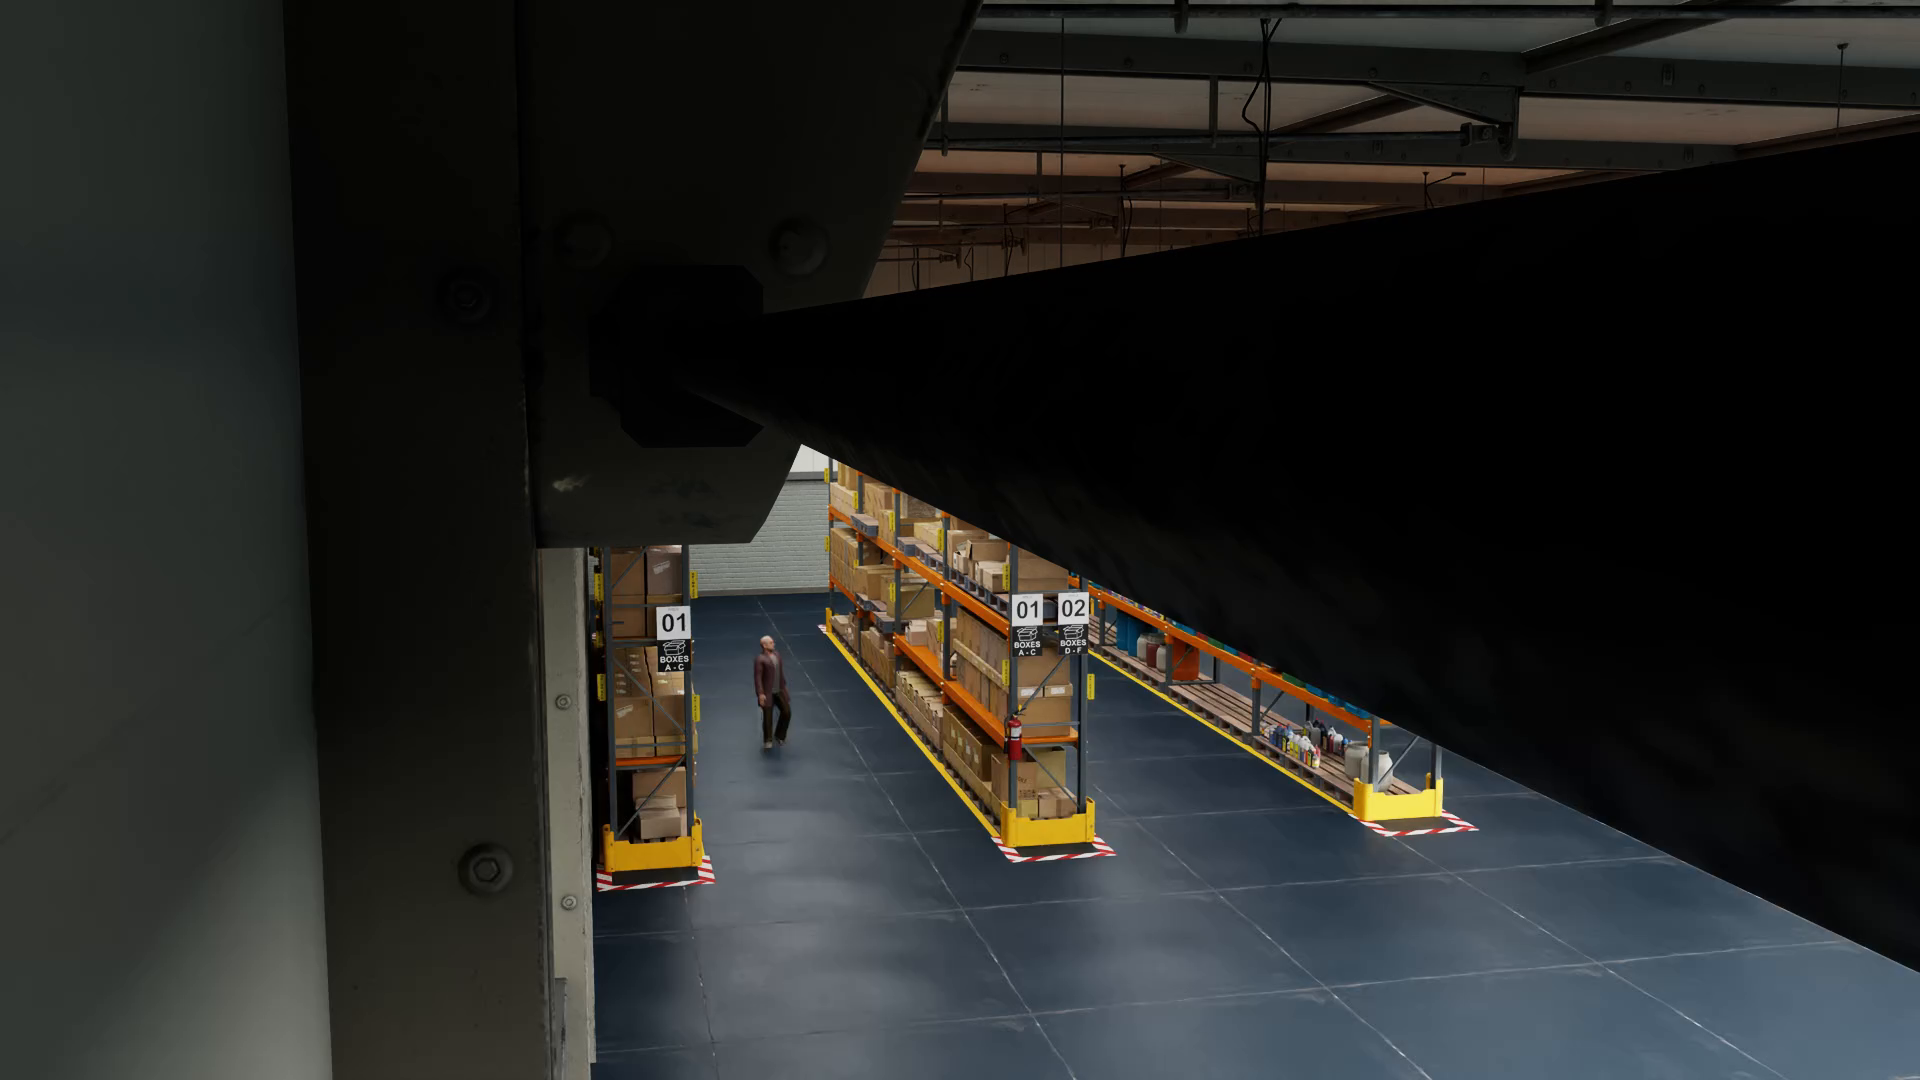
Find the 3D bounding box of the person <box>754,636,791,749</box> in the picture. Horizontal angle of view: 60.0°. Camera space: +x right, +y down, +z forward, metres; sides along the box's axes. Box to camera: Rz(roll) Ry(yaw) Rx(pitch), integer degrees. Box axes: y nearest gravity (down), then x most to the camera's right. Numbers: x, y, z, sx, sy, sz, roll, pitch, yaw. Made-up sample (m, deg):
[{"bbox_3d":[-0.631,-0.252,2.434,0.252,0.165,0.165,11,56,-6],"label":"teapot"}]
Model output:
[{"bbox_3d":[-2.932,2.406,25.985,0.679,1.829,0.502,-4,8,-33],"label":"person"}]
